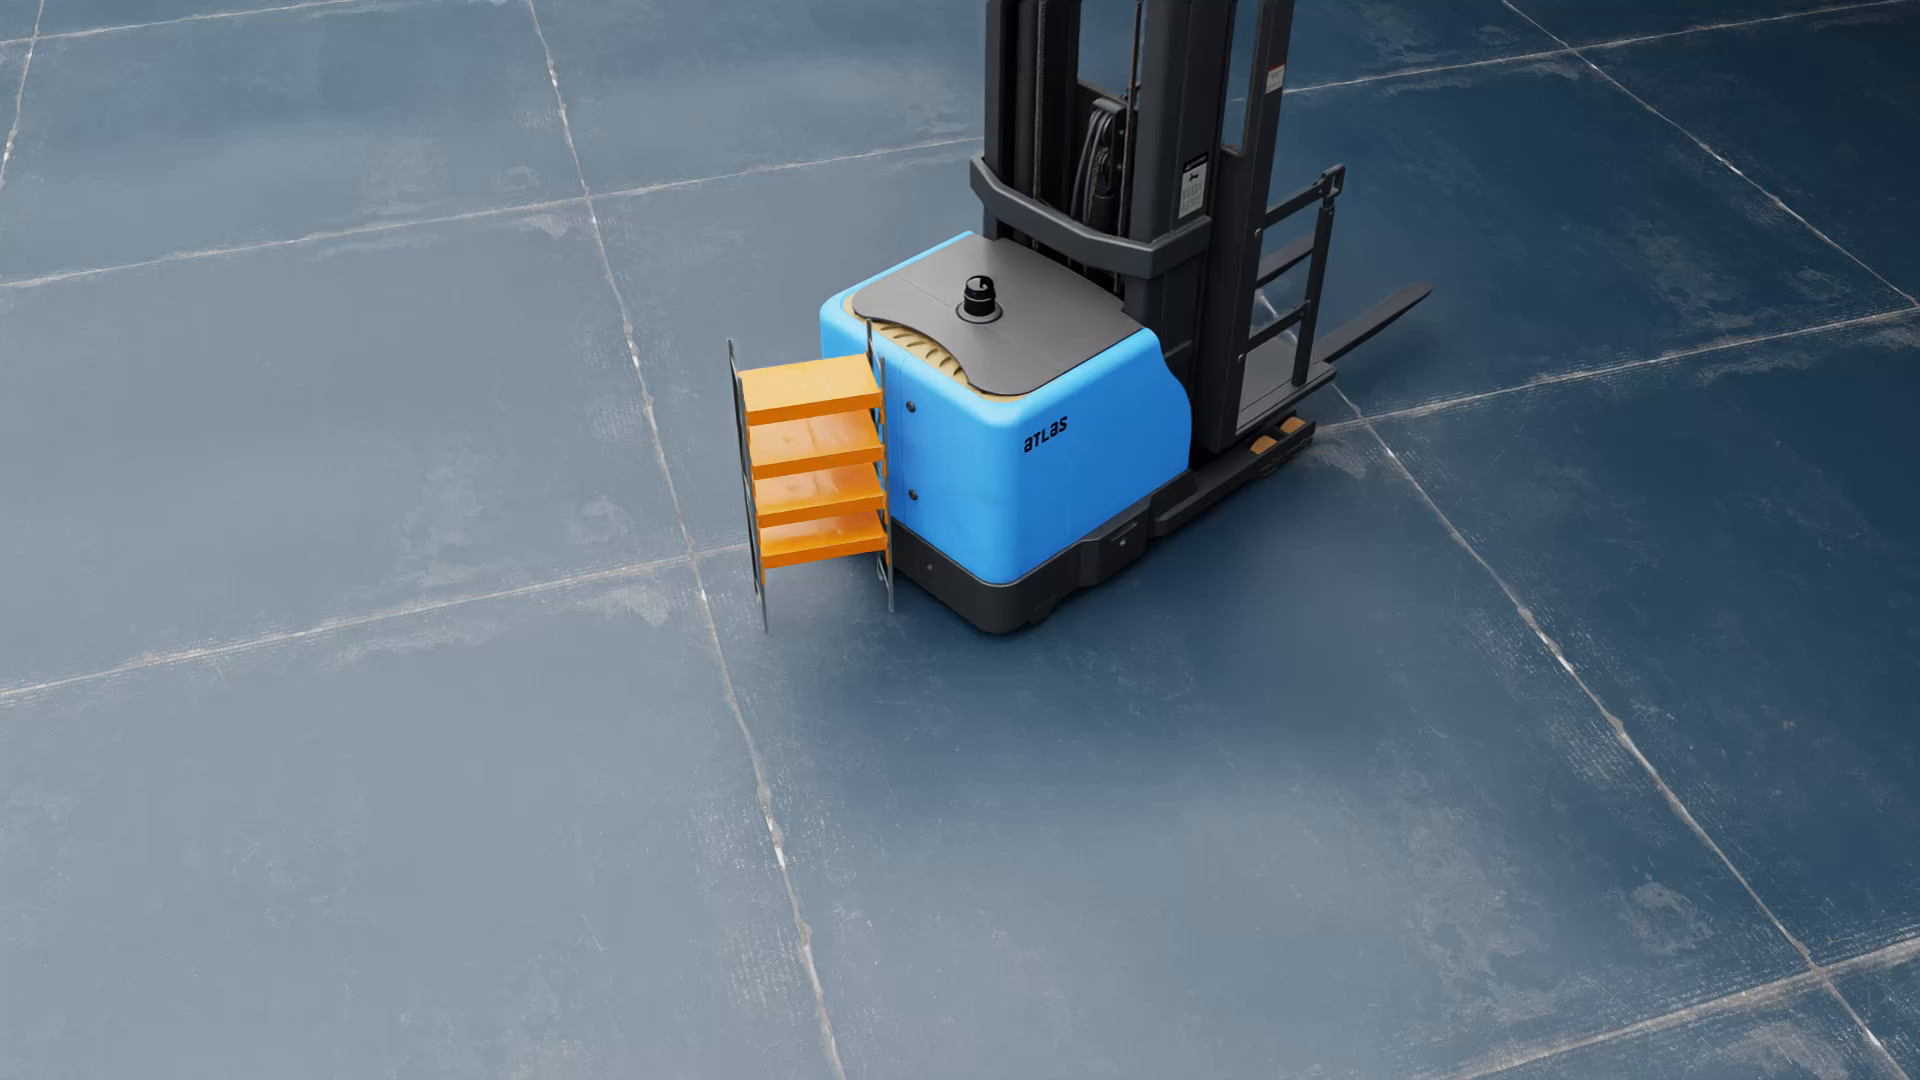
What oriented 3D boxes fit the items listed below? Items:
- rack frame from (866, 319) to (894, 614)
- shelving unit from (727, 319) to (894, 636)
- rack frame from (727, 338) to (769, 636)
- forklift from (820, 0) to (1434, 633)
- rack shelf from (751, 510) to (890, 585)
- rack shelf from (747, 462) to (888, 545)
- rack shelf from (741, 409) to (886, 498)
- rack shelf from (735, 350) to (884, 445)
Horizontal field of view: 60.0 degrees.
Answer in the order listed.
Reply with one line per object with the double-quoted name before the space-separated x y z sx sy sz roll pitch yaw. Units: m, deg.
"rack frame" -0.291 -0.244 6.118 0.015 1.200 0.240 -9 42 -11
"shelving unit" -0.528 -0.205 6.073 0.503 1.200 0.258 -9 42 -11
"rack frame" -0.764 -0.165 6.027 0.015 1.200 0.240 -9 42 -11
"forklift" 0.884 -1.603 6.357 3.031 2.935 1.130 -32 50 -31
"rack shelf" -0.528 -0.005 6.248 0.480 0.148 0.258 -9 42 -11
"rack shelf" -0.528 -0.154 6.117 0.480 0.148 0.258 -9 42 -11
"rack shelf" -0.528 -0.323 5.970 0.480 0.148 0.258 -9 42 -11
"rack shelf" -0.528 -0.501 5.814 0.480 0.148 0.258 -9 42 -11
